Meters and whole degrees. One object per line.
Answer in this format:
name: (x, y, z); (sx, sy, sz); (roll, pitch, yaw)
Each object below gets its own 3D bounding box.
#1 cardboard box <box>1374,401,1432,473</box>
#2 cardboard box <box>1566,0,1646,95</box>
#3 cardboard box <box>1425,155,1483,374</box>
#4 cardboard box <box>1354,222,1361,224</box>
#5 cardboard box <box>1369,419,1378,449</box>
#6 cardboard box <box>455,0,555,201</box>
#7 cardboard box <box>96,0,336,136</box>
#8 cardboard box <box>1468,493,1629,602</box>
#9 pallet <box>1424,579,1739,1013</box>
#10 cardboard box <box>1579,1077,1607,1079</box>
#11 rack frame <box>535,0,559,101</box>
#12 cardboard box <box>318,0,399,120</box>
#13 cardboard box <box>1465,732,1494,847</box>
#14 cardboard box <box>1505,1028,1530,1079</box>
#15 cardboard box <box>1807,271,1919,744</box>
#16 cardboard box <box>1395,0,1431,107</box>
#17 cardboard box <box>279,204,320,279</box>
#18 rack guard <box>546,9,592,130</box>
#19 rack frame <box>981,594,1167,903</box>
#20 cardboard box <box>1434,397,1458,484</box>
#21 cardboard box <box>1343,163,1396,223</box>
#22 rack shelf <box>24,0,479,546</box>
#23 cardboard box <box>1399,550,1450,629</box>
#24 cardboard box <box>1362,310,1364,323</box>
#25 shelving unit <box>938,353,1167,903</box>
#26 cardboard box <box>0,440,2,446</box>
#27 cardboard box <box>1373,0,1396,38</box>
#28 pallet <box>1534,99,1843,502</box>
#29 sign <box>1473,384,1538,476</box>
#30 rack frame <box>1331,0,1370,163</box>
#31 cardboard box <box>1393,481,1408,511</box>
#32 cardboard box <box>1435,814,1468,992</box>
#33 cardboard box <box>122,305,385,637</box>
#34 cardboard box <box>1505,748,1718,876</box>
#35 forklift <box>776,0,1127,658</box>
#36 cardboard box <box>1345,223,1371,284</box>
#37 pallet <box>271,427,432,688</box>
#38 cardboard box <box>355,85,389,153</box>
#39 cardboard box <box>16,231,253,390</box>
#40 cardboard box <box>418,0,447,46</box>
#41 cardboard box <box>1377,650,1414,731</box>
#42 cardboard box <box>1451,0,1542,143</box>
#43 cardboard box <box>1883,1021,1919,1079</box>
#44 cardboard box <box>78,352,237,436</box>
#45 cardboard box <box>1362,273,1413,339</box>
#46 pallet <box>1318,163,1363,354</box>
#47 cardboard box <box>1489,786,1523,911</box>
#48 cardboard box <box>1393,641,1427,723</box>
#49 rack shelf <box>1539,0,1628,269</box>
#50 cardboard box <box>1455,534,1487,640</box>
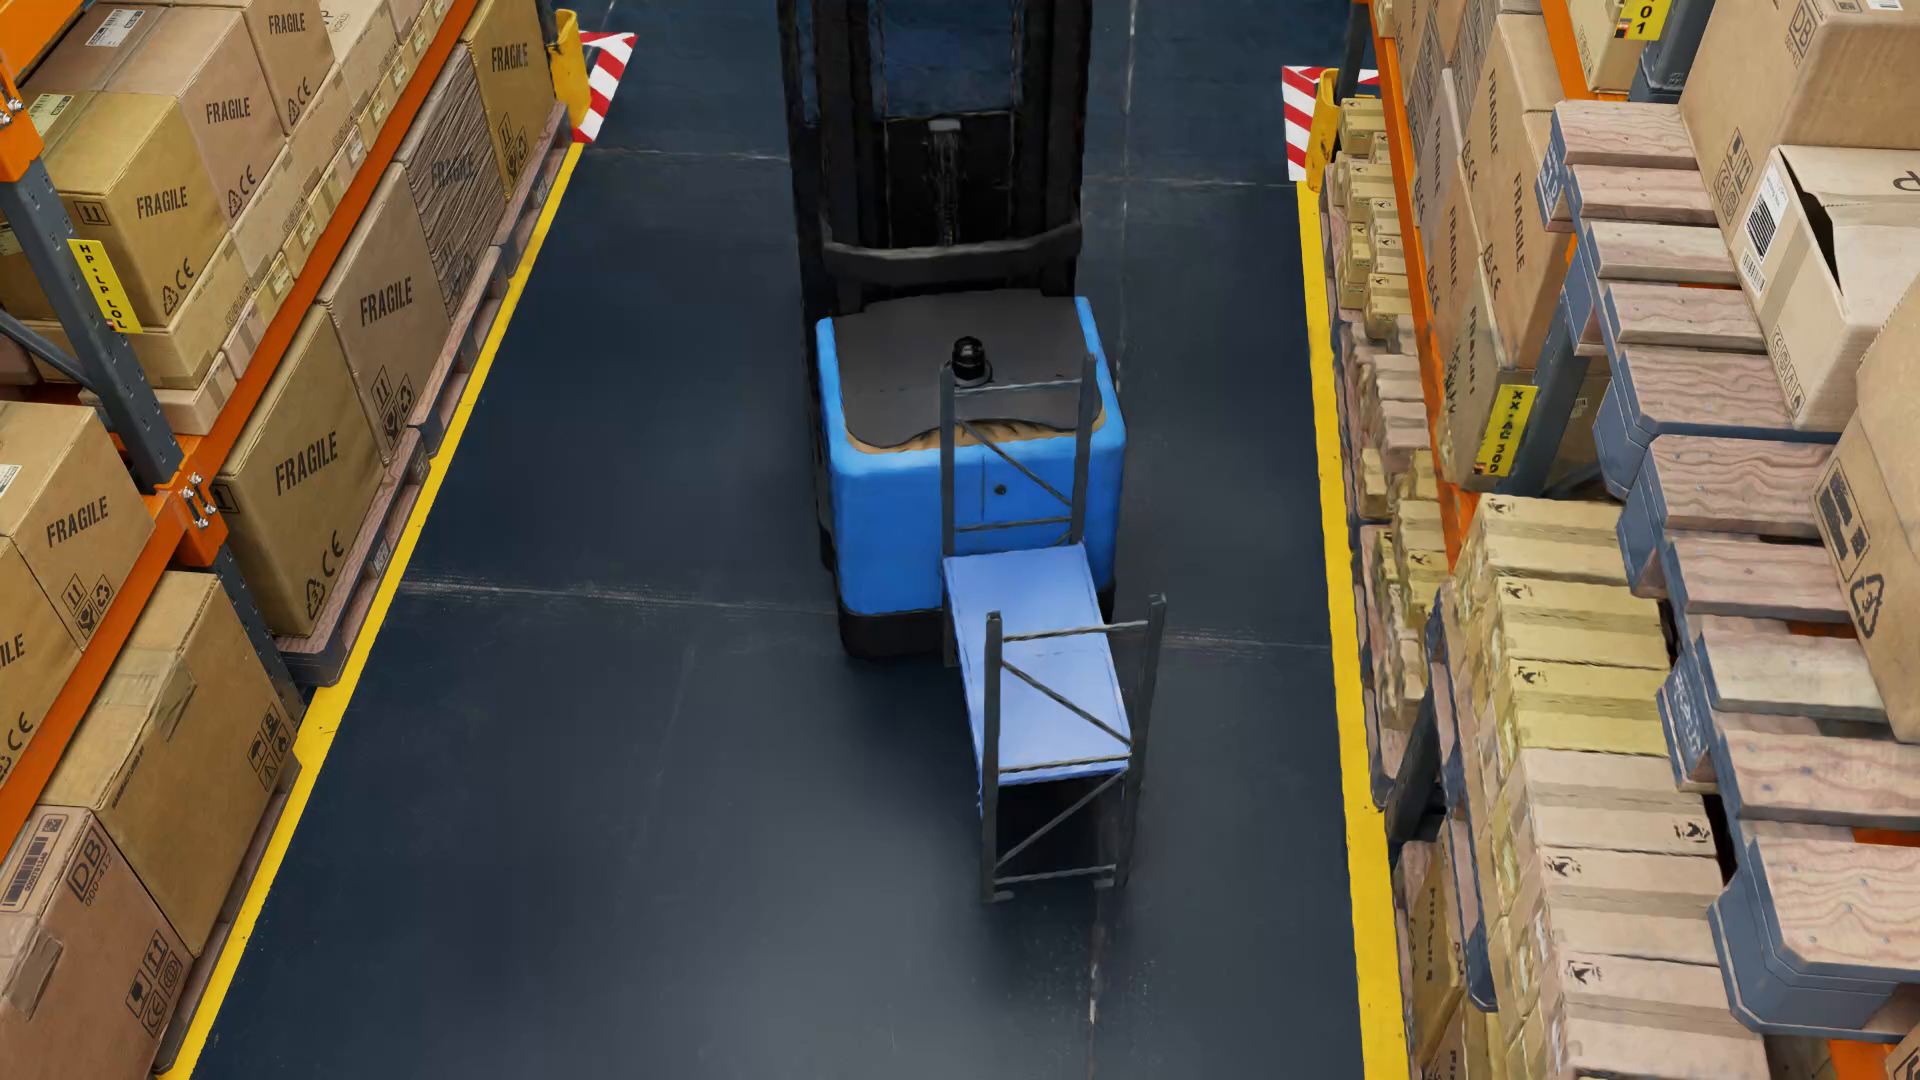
cardboard box: (1.799, -0.389, 6.344); (0.380, 0.149, 0.250); (2, 48, 2)
cardboard box: (1.768, -1.306, 4.007); (0.500, 0.250, 0.500); (5, 48, 4)
cardboard box: (1.804, -0.856, 5.257); (0.500, 0.500, 0.500); (3, 48, 2)
cardboard box: (2.048, -1.523, 7.784); (0.380, 0.149, 0.250); (4, 48, 3)
cardboard box: (1.874, -0.404, 6.760); (0.380, 0.149, 0.250); (5, 48, 4)
cardboard box: (-2.552, -2.262, 7.967); (0.875, 0.875, 0.875); (4, 48, 4)
cardboard box: (-2.544, -1.755, 5.740); (0.500, 0.500, 0.500); (3, 48, 2)
cardboard box: (1.498, 0.035, 4.193); (0.380, 0.149, 0.250); (6, 48, 6)
pallet: (1.778, 0.651, 4.278); (1.003, 0.211, 1.213); (4, 48, 4)
cardboard box: (1.360, 1.184, 3.143); (0.380, 0.149, 0.250); (5, 48, 5)
rack frame: (-2.573, -3.313, 7.773); (1.000, 3.000, 0.127); (4, 48, 4)
cardboard box: (-2.489, -1.859, 6.343); (0.500, 0.250, 0.500); (4, 48, 4)
cardboard box: (1.452, 0.623, 4.059); (0.380, 0.149, 0.250); (4, 48, 4)
cardboard box: (1.385, 1.196, 3.535); (0.380, 0.149, 0.250); (3, 48, 3)
cardboard box: (1.721, -0.028, 2.382); (0.797, 0.503, 0.637); (3, 48, 3)
cardboard box: (1.960, -1.974, 6.279); (0.500, 0.500, 0.500); (4, 48, 4)
cardboard box: (-2.510, -1.064, 5.886); (0.380, 0.149, 0.250); (3, 48, 2)
rack guard: (-2.571, -2.487, 8.712); (1.175, 0.500, 0.348); (4, 48, 4)
rack frame: (0.320, 0.691, 5.127); (0.500, 1.500, 0.032); (-6, 48, -5)
cardboard box: (1.700, -0.303, 5.191); (0.380, 0.149, 0.250); (3, 48, 2)
cardboard box: (1.915, -1.536, 7.392); (0.380, 0.149, 0.250); (4, 48, 3)
rack shelf: (-2.756, -1.600, 6.694); (1.077, 0.370, 4.000); (4, 48, 4)
cardboard box: (1.749, 0.185, 5.819); (0.380, 0.149, 0.250); (4, 48, 4)
cardboard box: (1.971, -0.966, 7.274); (0.380, 0.149, 0.250); (4, 48, 4)
shelving unit: (0.253, 0.320, 5.467); (0.538, 1.500, 1.048); (-6, 48, -5)
cardboard box: (-2.988, -0.276, 4.248); (0.797, 0.503, 0.637); (3, 48, 3)
cardboard box: (1.941, -2.220, 6.944); (0.380, 0.149, 0.250); (3, 48, 2)
pallet: (1.830, -0.468, 3.266); (1.213, 0.211, 1.003); (4, 48, 4)
sign: (1.451, -0.289, 4.421); (0.100, 0.325, 0.005); (4, 48, 4)
rack frame: (2.357, -2.905, 7.400); (1.000, 3.000, 0.127); (4, 48, 4)
cardboard box: (1.844, -0.074, 6.257); (0.380, 0.149, 0.250); (4, 48, 4)
cardboard box: (1.662, 1.008, 4.722); (0.500, 0.250, 0.500); (2, 48, 2)
cardboard box: (-2.798, -0.278, 6.152); (0.875, 0.875, 0.875); (4, 48, 4)
cardboard box: (1.428, 0.612, 3.666); (0.380, 0.149, 0.250); (3, 48, 3)
forklift: (-0.119, -1.645, 6.295); (1.130, 2.935, 3.031); (-6, 48, -5)
cardboard box: (1.907, -1.253, 7.335); (0.380, 0.149, 0.250); (5, 48, 5)
pallet: (-2.791, 0.014, 6.620); (1.003, 0.211, 1.213); (4, 48, 4)
cardboard box: (-2.439, -1.629, 6.404); (0.380, 0.149, 0.250); (3, 48, 2)
cardboard box: (-2.634, -0.751, 5.330); (0.500, 0.250, 0.500); (3, 48, 3)
cardboard box: (-2.369, -2.194, 6.920); (0.380, 0.149, 0.250); (3, 48, 3)
cardboard box: (1.689, 0.544, 5.893); (0.380, 0.149, 0.250); (4, 48, 4)
cardboard box: (1.868, -1.556, 5.220); (0.500, 0.500, 0.500); (5, 48, 5)
cardboard box: (1.509, 0.755, 1.952); (0.500, 0.500, 0.500); (4, 48, 4)
cardboard box: (-2.580, -0.484, 5.356); (0.380, 0.149, 0.250); (4, 48, 4)
cardboard box: (1.871, -0.955, 6.861); (0.380, 0.149, 0.250); (5, 48, 4)
pallet: (2.241, -1.313, 7.834); (1.003, 0.211, 1.213); (4, 48, 4)
cardboard box: (1.430, 0.707, 3.781); (0.380, 0.149, 0.250); (2, 48, 2)
cardboard box: (1.704, 0.502, 5.730); (0.380, 0.149, 0.250); (5, 48, 4)
rack shelf: (2.175, -2.205, 5.215); (1.077, 0.370, 4.000); (4, 48, 4)
cardboard box: (1.498, 0.136, 4.303); (0.380, 0.149, 0.250); (5, 48, 4)
